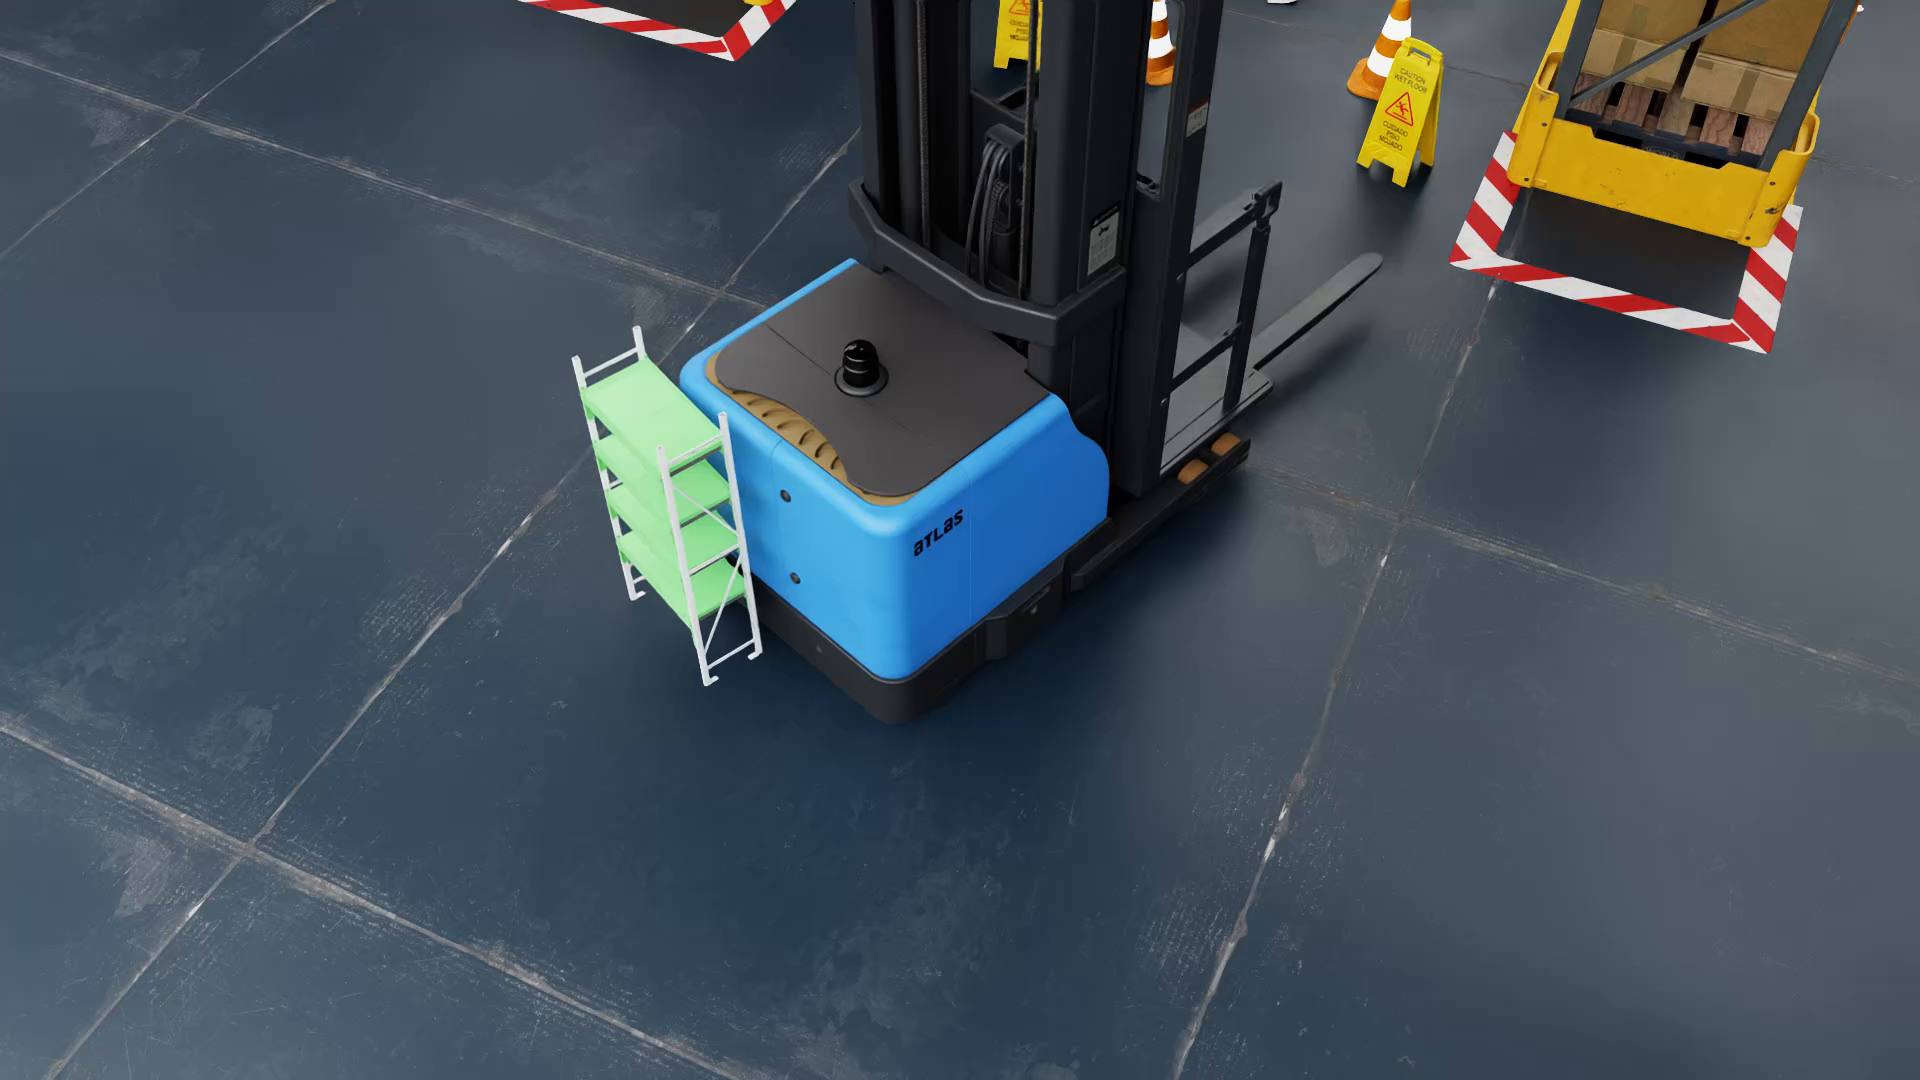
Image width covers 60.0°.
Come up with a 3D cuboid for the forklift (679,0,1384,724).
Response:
[{"bbox_3d":[0.475,-1.346,5.471,1.130,2.935,3.031,37,59,27],"label":"forklift"}]

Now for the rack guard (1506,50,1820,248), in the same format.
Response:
[{"bbox_3d":[3.104,-1.745,7.406,1.175,0.500,0.348,20,52,16],"label":"rack guard"}]

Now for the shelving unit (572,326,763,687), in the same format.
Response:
[{"bbox_3d":[-0.952,-0.082,5.532,0.258,1.200,0.503,-31,56,-24],"label":"shelving unit"}]

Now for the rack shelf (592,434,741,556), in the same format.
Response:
[{"bbox_3d":[-0.953,-0.196,5.398,0.258,0.148,0.480,-31,56,-24],"label":"rack shelf"}]

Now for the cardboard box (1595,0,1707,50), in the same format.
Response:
[{"bbox_3d":[3.178,-2.627,7.553,0.500,0.500,0.500,20,53,16],"label":"cardboard box"}]

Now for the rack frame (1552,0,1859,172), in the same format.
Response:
[{"bbox_3d":[3.071,-2.502,6.410,1.000,3.000,0.127,20,52,16],"label":"rack frame"}]

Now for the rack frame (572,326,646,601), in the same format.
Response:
[{"bbox_3d":[-1.105,-0.227,5.655,0.240,1.200,0.015,-31,56,-24],"label":"rack frame"}]

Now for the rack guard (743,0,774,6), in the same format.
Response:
[{"bbox_3d":[-1.458,-3.217,8.659,1.175,0.500,0.348,20,52,16],"label":"rack guard"}]

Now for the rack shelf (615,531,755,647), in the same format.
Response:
[{"bbox_3d":[-0.952,0.115,5.763,0.258,0.148,0.480,-31,56,-24],"label":"rack shelf"}]

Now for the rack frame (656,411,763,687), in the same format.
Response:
[{"bbox_3d":[-0.800,0.063,5.409,0.240,1.200,0.015,-31,56,-24],"label":"rack frame"}]

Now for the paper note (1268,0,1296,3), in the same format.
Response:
[{"bbox_3d":[1.675,-2.839,8.646,0.148,0.019,0.142,4,50,3],"label":"paper note"}]

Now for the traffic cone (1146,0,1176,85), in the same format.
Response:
[{"bbox_3d":[0.940,-2.523,8.093,0.336,0.463,0.334,20,52,16],"label":"traffic cone"}]

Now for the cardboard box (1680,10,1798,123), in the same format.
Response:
[{"bbox_3d":[3.666,-2.213,7.693,0.500,0.250,0.500,19,52,16],"label":"cardboard box"}]

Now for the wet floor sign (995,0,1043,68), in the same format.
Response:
[{"bbox_3d":[0.331,-2.616,8.053,0.267,0.644,0.232,12,51,10],"label":"wet floor sign"}]

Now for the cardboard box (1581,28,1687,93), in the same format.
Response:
[{"bbox_3d":[3.184,-2.408,7.859,0.500,0.250,0.500,20,52,16],"label":"cardboard box"}]

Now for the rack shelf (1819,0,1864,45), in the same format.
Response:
[{"bbox_3d":[3.926,-3.647,7.856,1.077,0.370,4.000,20,52,16],"label":"rack shelf"}]

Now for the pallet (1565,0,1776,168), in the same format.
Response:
[{"bbox_3d":[3.483,-2.199,7.983,1.003,0.211,1.213,20,52,16],"label":"pallet"}]

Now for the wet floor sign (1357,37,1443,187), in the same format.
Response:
[{"bbox_3d":[2.023,-1.957,7.491,0.232,0.644,0.267,-37,59,-27],"label":"wet floor sign"}]

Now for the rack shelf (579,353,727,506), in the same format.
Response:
[{"bbox_3d":[-0.953,-0.352,5.215,0.258,0.148,0.480,-31,56,-24],"label":"rack shelf"}]

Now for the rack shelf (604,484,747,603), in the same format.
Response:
[{"bbox_3d":[-0.952,-0.041,5.581,0.258,0.148,0.480,-31,56,-24],"label":"rack shelf"}]

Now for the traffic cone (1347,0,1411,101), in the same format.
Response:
[{"bbox_3d":[2.089,-2.396,7.985,0.336,0.463,0.334,20,52,16],"label":"traffic cone"}]

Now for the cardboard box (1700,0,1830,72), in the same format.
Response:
[{"bbox_3d":[3.676,-2.473,7.422,0.500,0.500,0.500,18,52,15],"label":"cardboard box"}]
